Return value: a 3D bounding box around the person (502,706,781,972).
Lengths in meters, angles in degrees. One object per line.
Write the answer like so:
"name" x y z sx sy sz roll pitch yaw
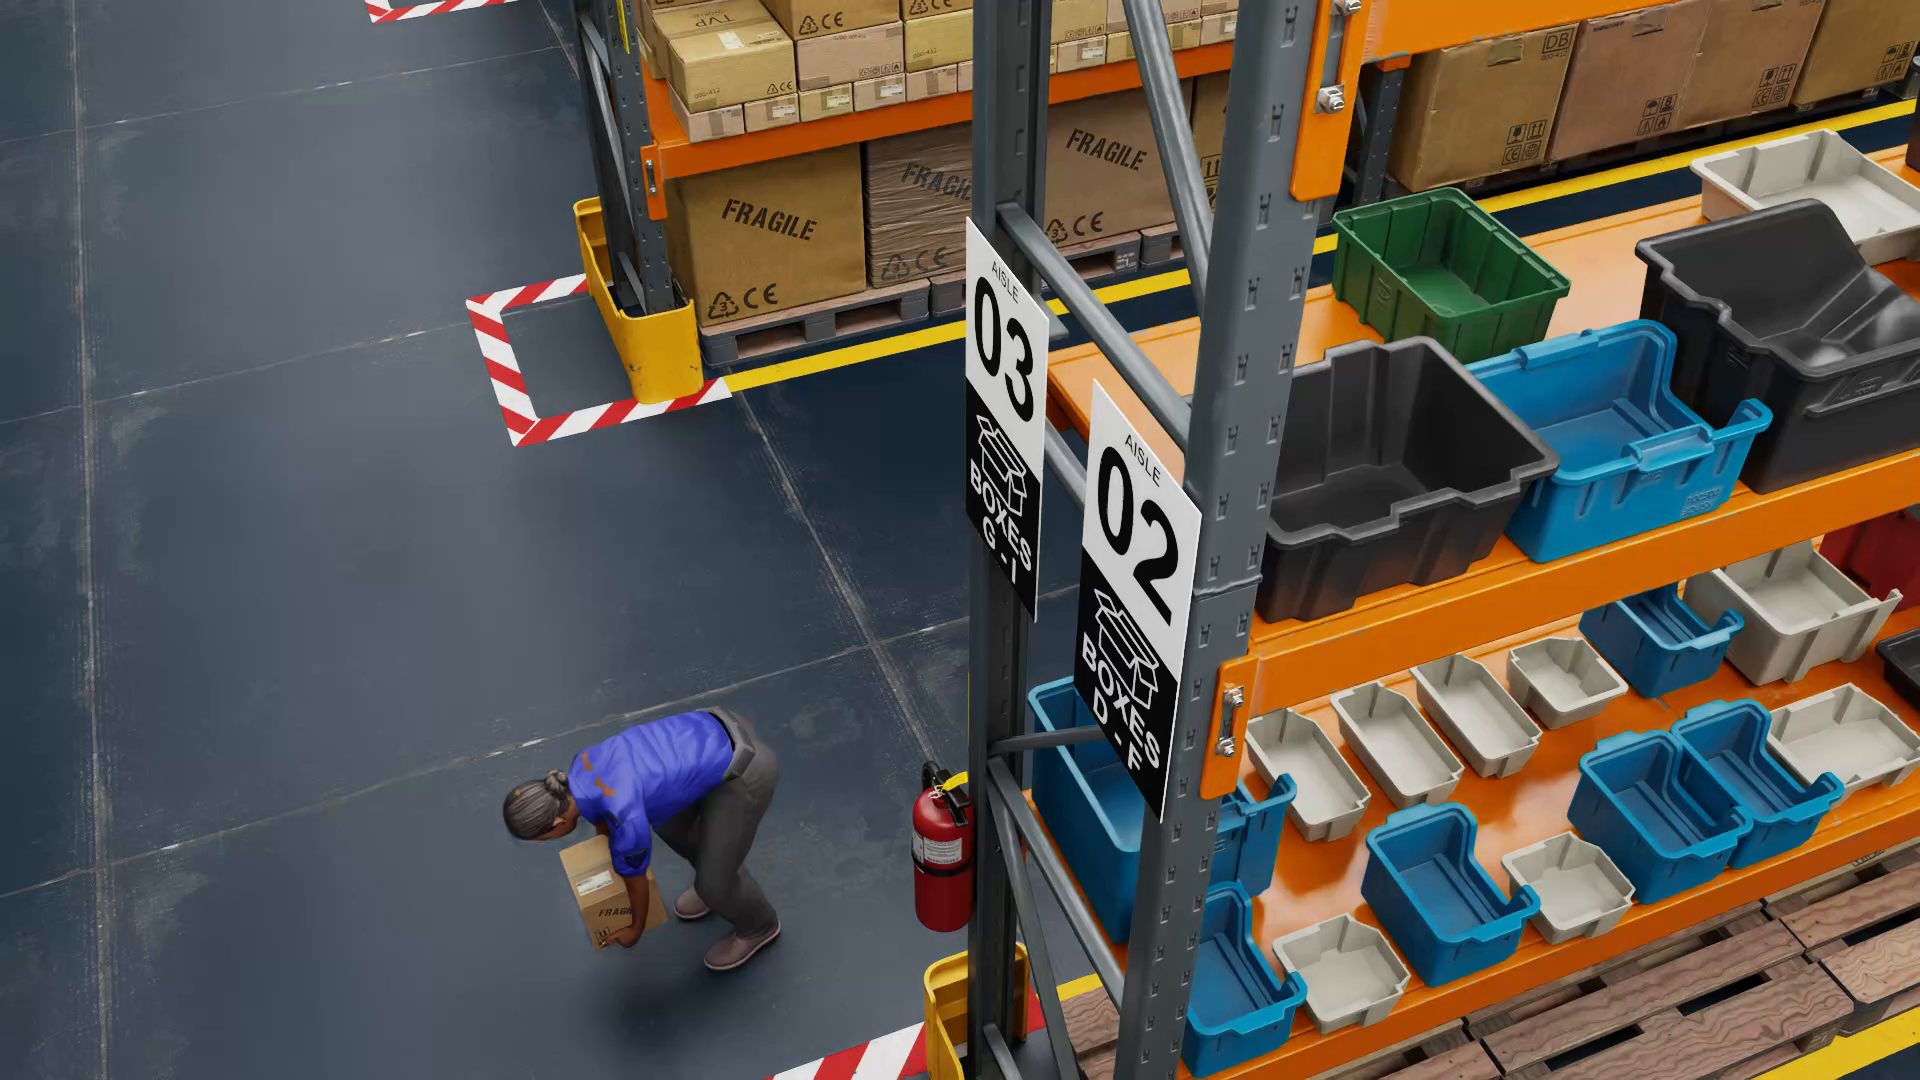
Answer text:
"person" -0.996 1.021 5.443 0.867 1.111 0.422 -24 47 -25
